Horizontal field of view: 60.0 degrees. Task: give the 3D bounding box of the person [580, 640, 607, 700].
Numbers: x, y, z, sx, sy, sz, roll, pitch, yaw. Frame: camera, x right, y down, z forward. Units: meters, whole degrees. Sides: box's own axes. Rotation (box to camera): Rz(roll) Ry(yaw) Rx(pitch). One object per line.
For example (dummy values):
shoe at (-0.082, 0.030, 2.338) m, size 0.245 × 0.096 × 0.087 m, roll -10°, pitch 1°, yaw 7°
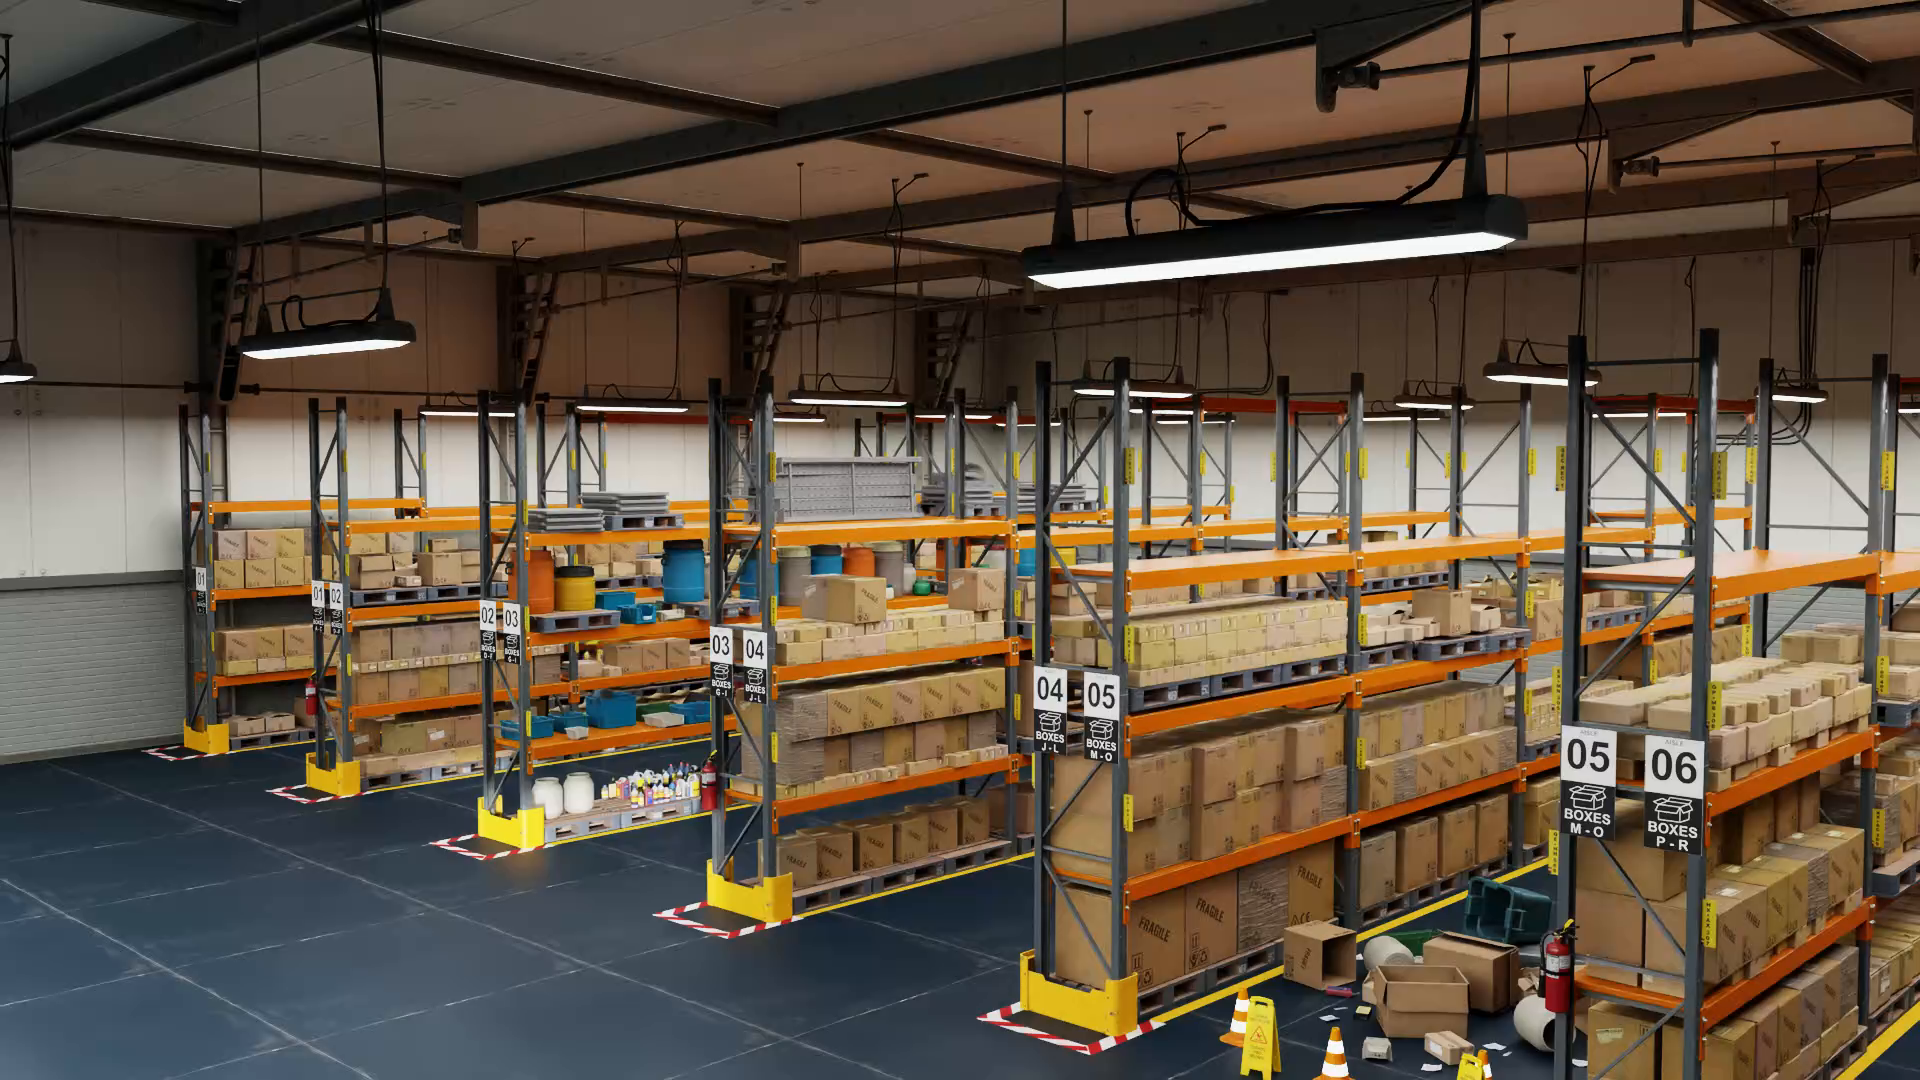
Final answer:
person at (-6.759, 2.672, 31.162) m, size 0.717 × 1.725 × 0.990 m, roll 2°, pitch 3°, yaw 27°
